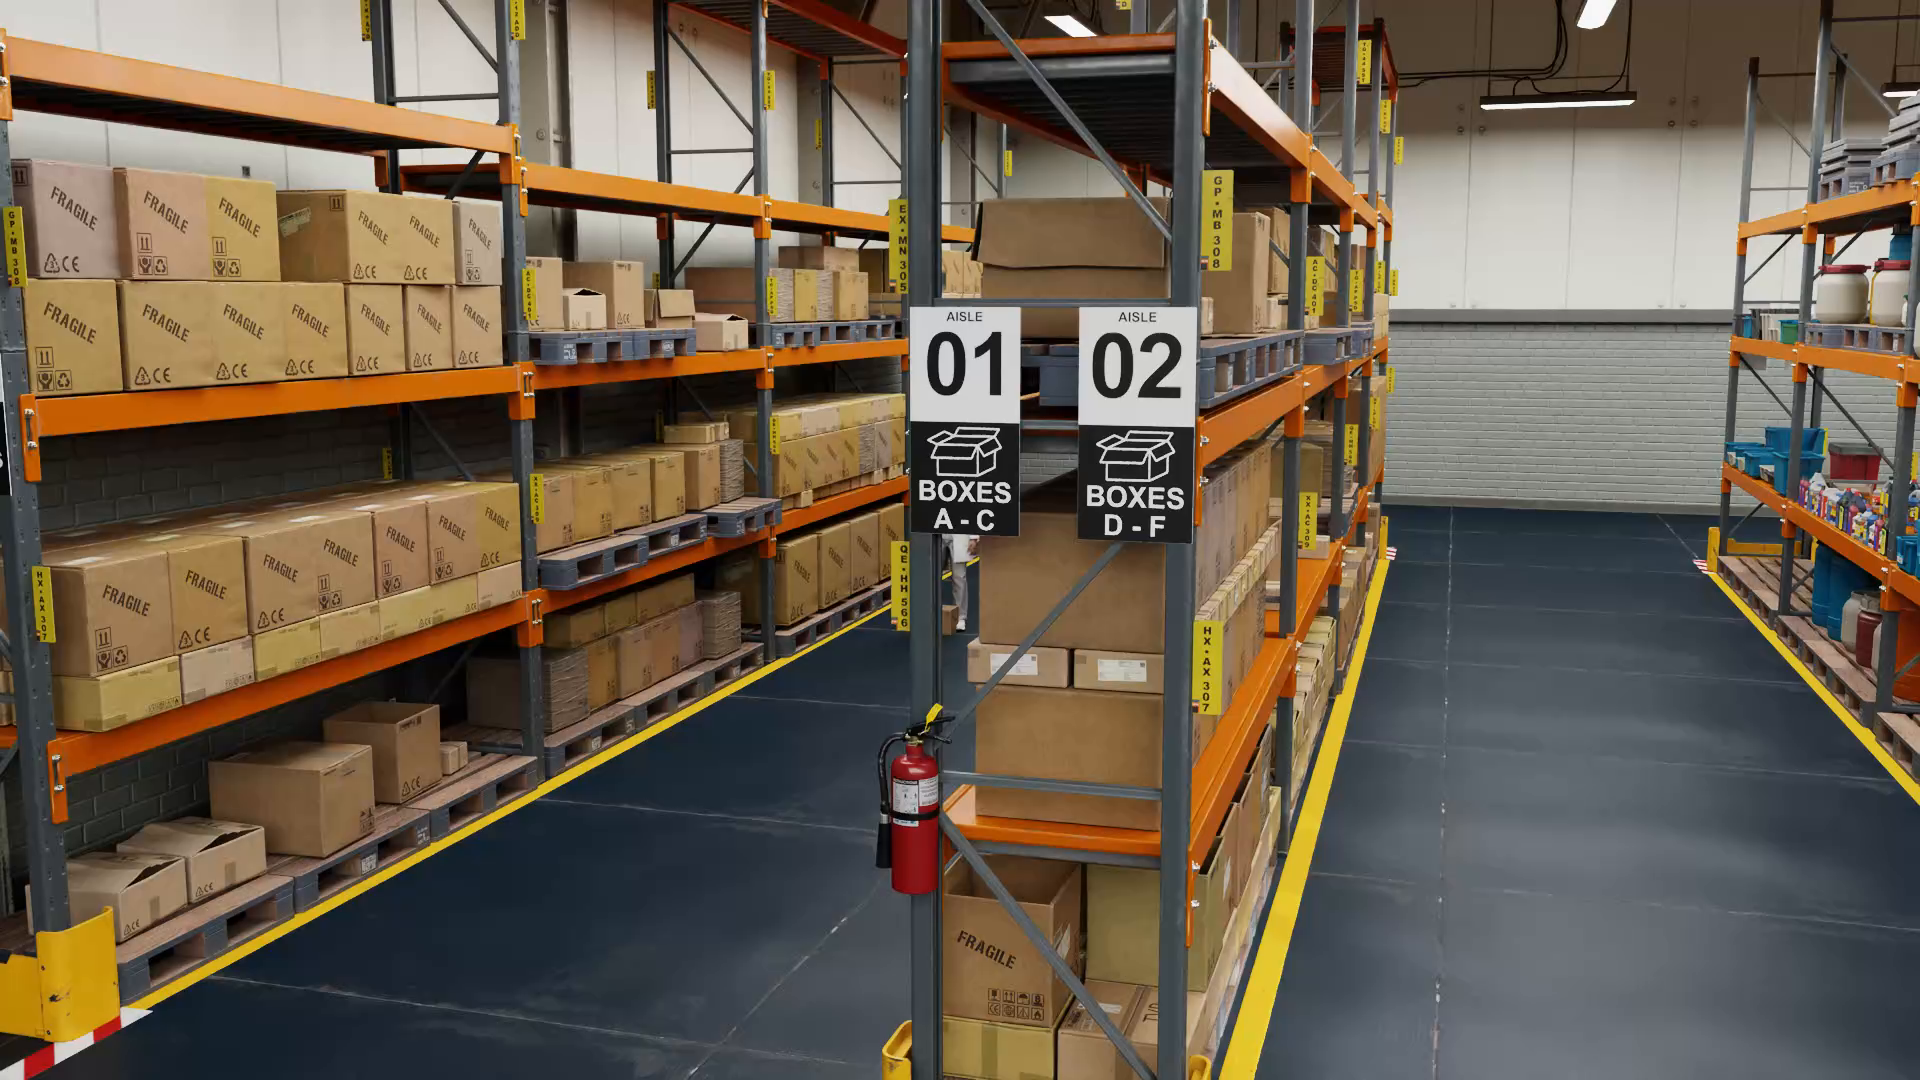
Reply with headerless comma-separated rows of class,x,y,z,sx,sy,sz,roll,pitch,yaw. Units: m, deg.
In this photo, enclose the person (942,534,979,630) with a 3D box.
person,-0.112,-0.005,16.423,0.645,1.772,0.430,2,8,13
